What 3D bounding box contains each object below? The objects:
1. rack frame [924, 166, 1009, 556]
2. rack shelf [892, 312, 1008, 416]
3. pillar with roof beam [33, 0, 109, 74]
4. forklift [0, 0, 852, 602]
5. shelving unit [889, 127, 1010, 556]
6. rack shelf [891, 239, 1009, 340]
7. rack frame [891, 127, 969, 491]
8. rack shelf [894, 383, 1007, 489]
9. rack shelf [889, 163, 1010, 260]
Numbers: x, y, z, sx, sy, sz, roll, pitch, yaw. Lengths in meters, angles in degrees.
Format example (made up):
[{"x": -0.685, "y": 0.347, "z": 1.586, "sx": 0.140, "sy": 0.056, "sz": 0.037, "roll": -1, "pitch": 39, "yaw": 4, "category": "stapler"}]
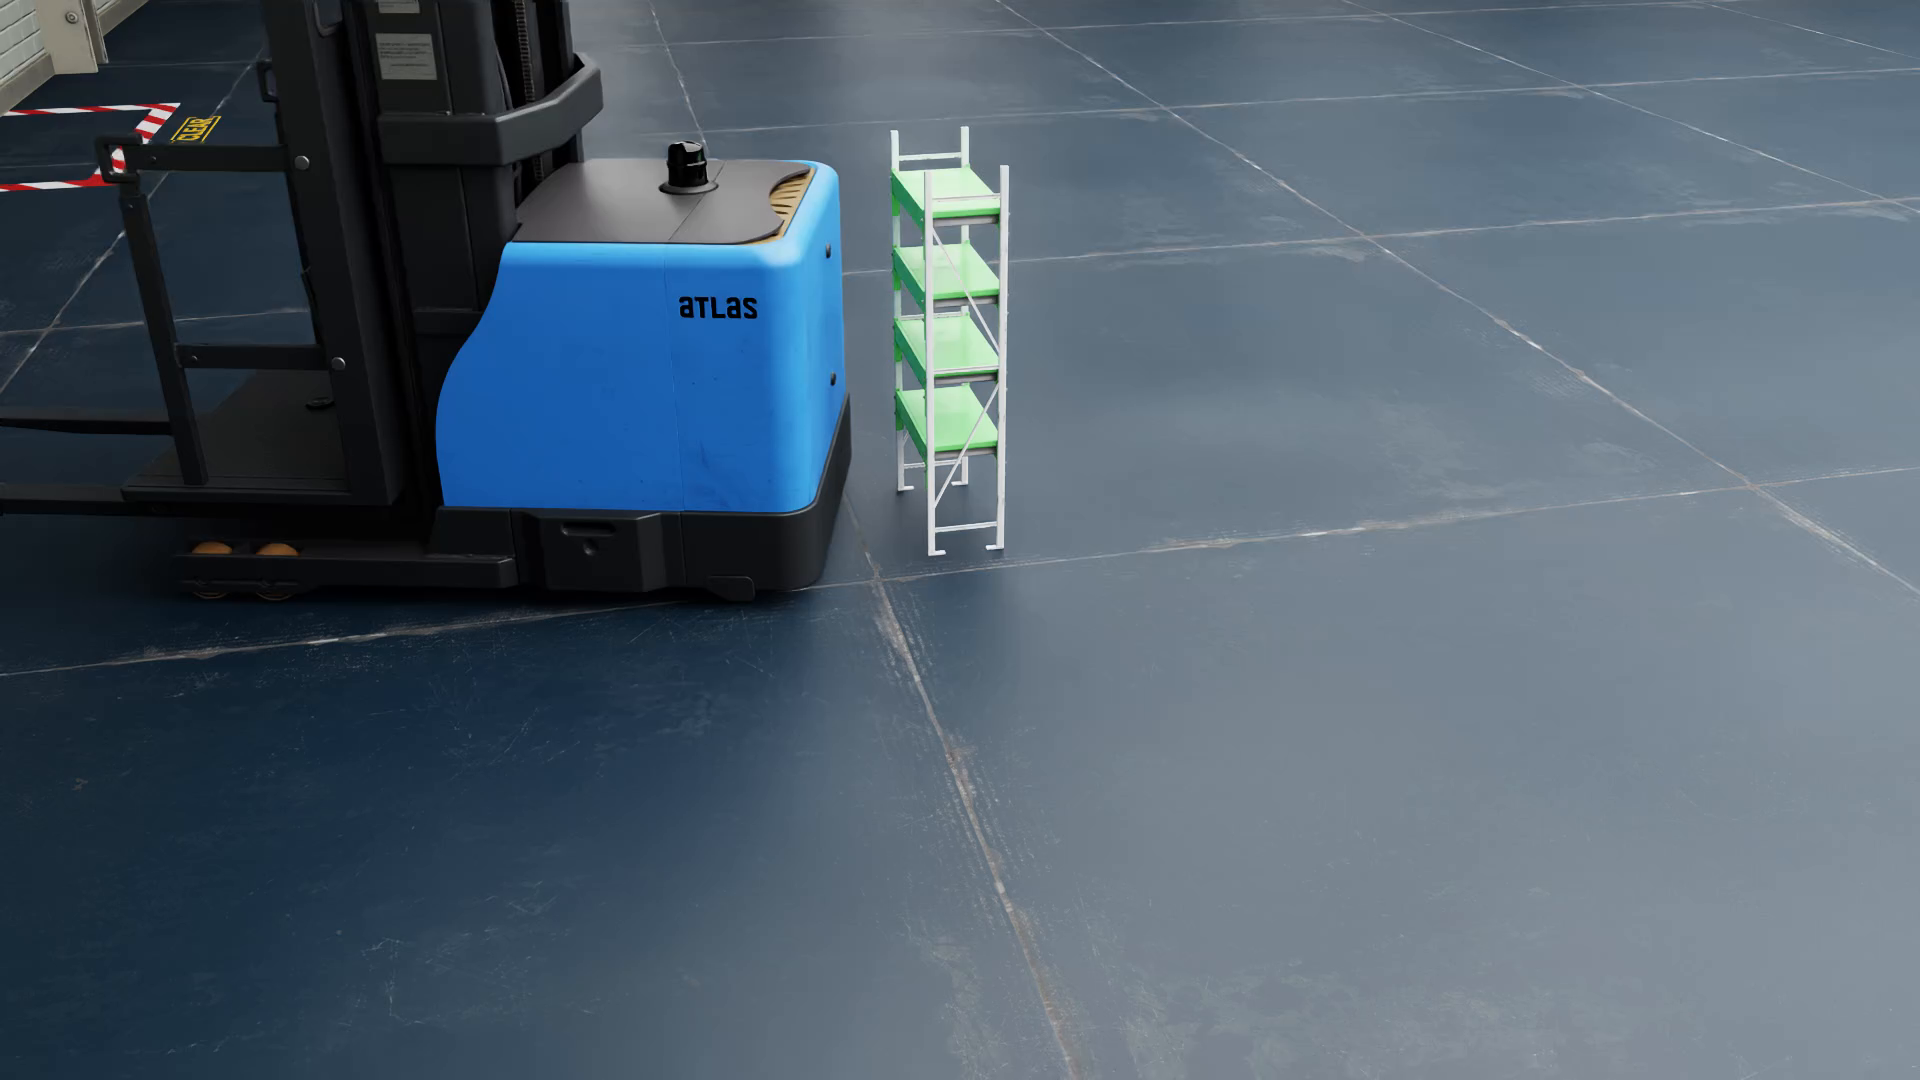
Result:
[{"x": 0.018, "y": -0.501, "z": 4.911, "sx": 0.240, "sy": 1.200, "sz": 0.015, "roll": -6, "pitch": 27, "yaw": -12, "category": "rack frame"}, {"x": -0.037, "y": -0.551, "z": 5.152, "sx": 0.258, "sy": 0.148, "sz": 0.480, "roll": -6, "pitch": 27, "yaw": -12, "category": "rack shelf"}, {"x": -2.156, "y": -7.859, "z": 10.833, "sx": 9.100, "sy": 9.000, "sz": 0.400, "roll": -6, "pitch": 27, "yaw": -12, "category": "pillar with roof beam"}, {"x": -1.901, "y": -1.366, "z": 4.704, "sx": 3.031, "sy": 2.935, "sz": 1.130, "roll": 1, "pitch": 27, "yaw": 2, "category": "forklift"}, {"x": -0.037, "y": -0.608, "z": 5.124, "sx": 0.258, "sy": 1.200, "sz": 0.503, "roll": -6, "pitch": 27, "yaw": -12, "category": "shelving unit"}, {"x": -0.037, "y": -0.766, "z": 5.044, "sx": 0.258, "sy": 0.148, "sz": 0.480, "roll": -6, "pitch": 27, "yaw": -12, "category": "rack shelf"}, {"x": -0.092, "y": -0.715, "z": 5.336, "sx": 0.240, "sy": 1.200, "sz": 0.015, "roll": -6, "pitch": 27, "yaw": -12, "category": "rack frame"}, {"x": -0.037, "y": -0.337, "z": 5.261, "sx": 0.258, "sy": 0.148, "sz": 0.480, "roll": -6, "pitch": 27, "yaw": -12, "category": "rack shelf"}, {"x": -0.037, "y": -0.980, "z": 4.936, "sx": 0.258, "sy": 0.148, "sz": 0.480, "roll": -6, "pitch": 27, "yaw": -12, "category": "rack shelf"}]
